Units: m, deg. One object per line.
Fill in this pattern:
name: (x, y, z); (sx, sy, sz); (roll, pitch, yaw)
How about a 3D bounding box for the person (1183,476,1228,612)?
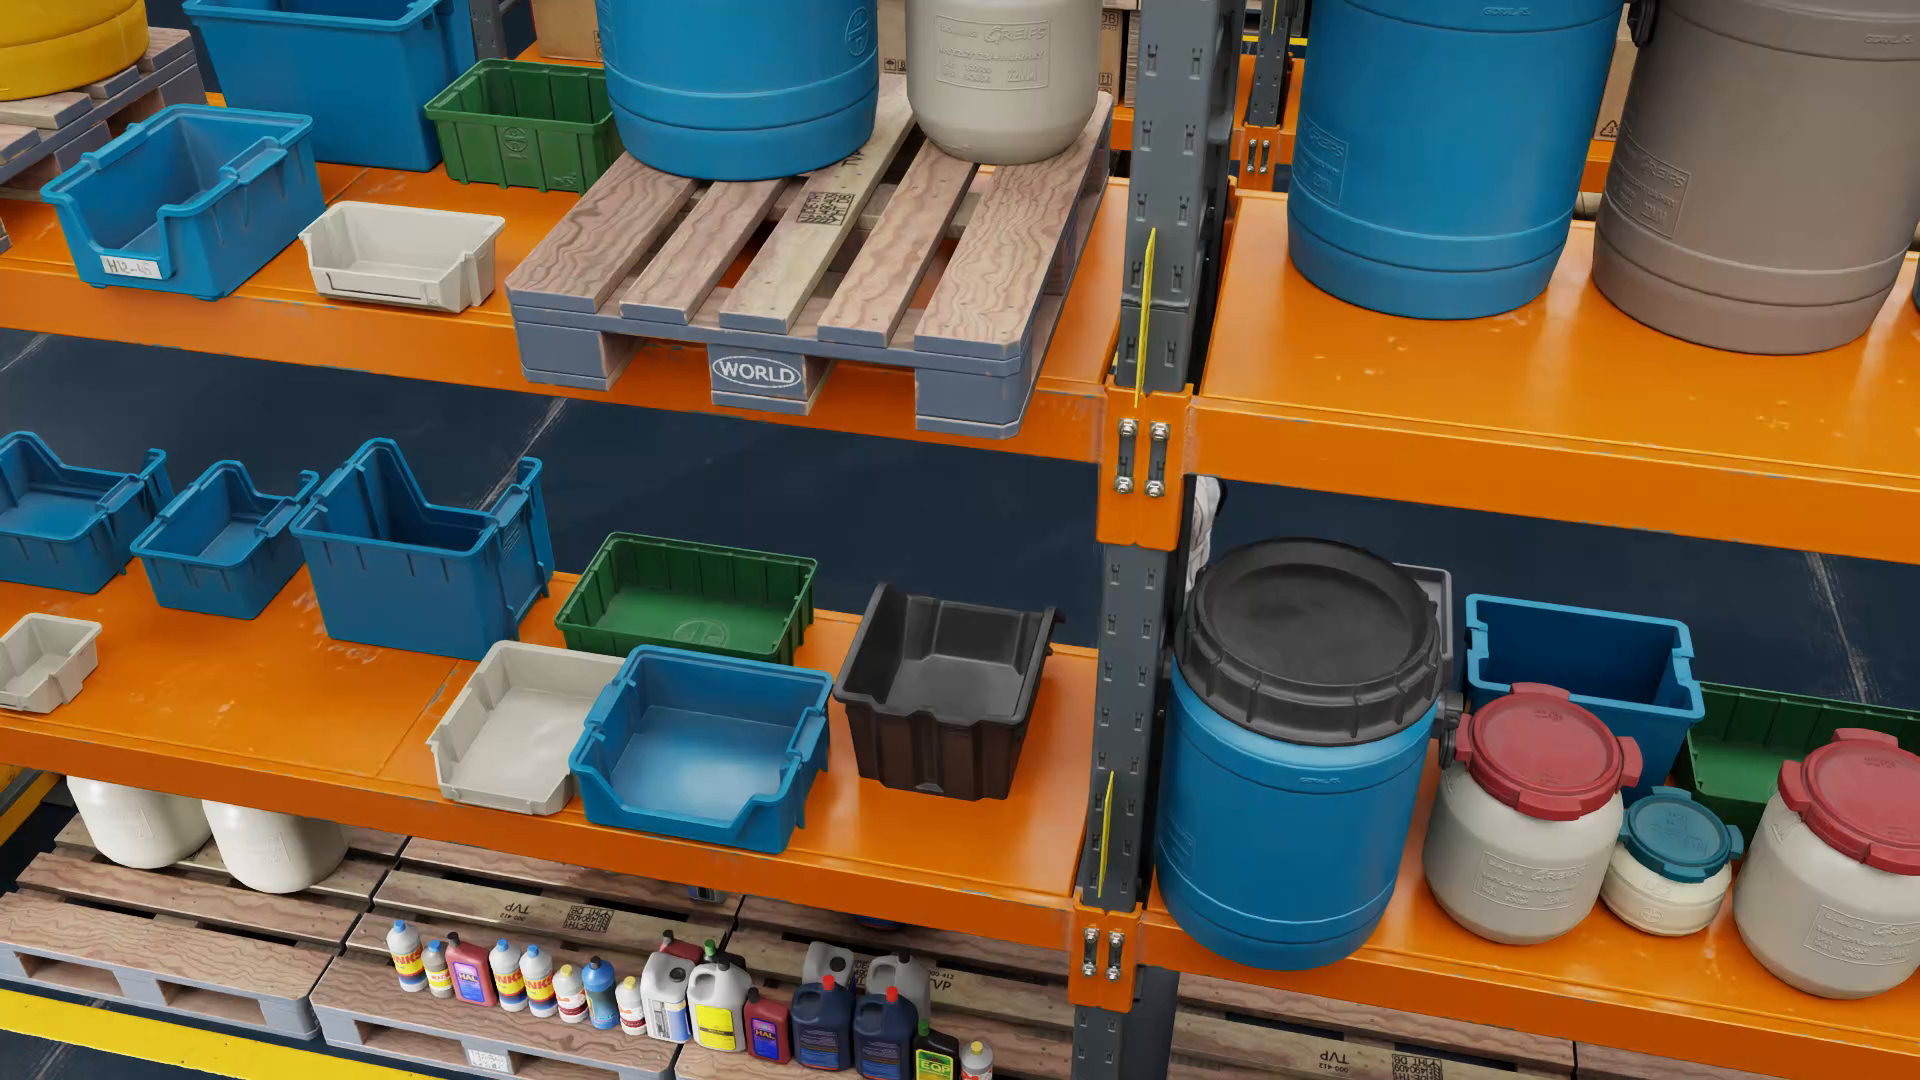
person: (0.765, 0.133, 5.959); (0.396, 1.708, 0.447); (13, 39, 17)
